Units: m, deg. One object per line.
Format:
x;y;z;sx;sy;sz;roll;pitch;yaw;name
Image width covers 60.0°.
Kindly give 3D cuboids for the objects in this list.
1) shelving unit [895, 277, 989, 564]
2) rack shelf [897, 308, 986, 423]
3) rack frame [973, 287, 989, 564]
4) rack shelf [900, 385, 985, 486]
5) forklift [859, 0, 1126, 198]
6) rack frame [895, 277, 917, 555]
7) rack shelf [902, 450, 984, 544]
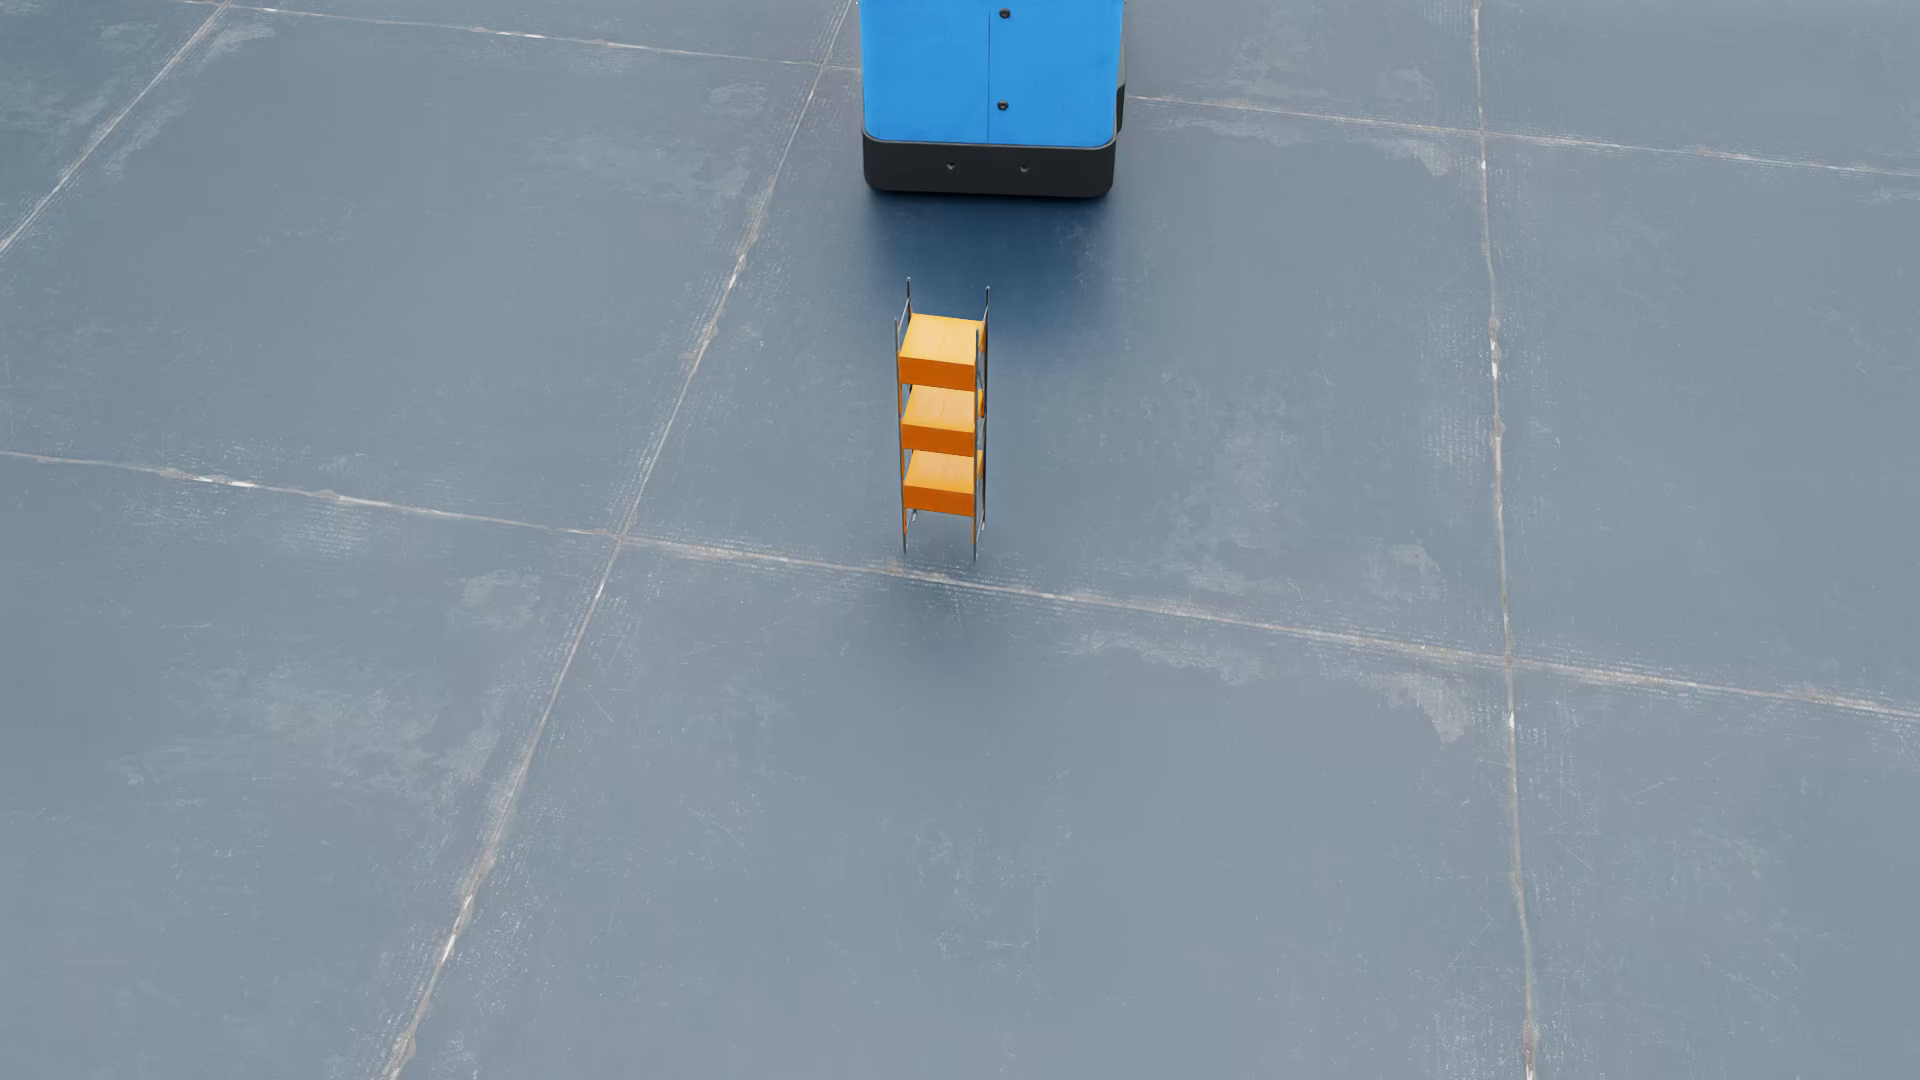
-0.053;-0.358;5.366;0.252;1.050;0.215;8;49;7;shelving unit
-0.053;-0.541;5.163;0.240;0.259;0.215;8;49;7;rack shelf
0.067;-0.342;5.351;0.008;1.050;0.200;8;49;7;rack frame
-0.053;-0.351;5.374;0.240;0.259;0.215;8;49;7;rack shelf
0.203;-3.502;6.926;1.130;2.935;3.031;3;48;2;forklift
-0.173;-0.374;5.380;0.008;1.050;0.200;8;49;7;rack frame
-0.053;-0.165;5.580;0.240;0.259;0.215;8;49;7;rack shelf
